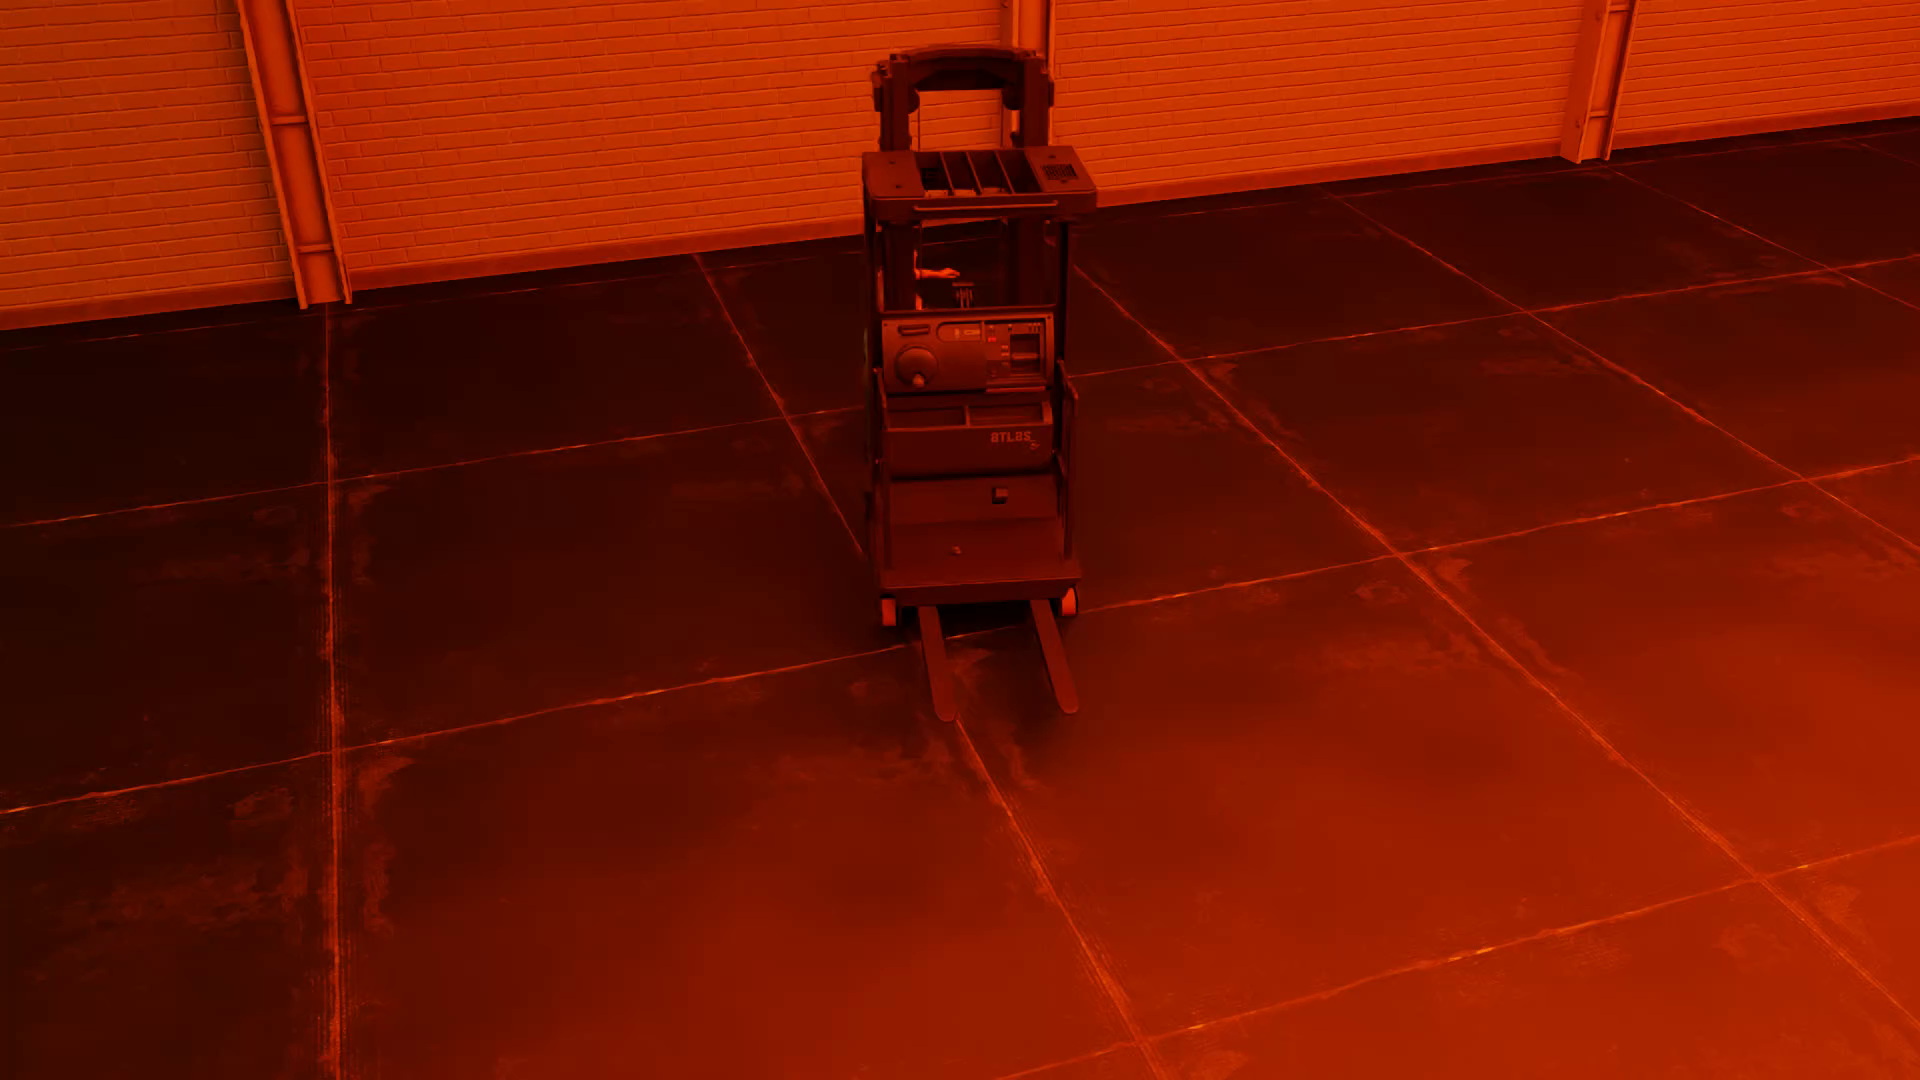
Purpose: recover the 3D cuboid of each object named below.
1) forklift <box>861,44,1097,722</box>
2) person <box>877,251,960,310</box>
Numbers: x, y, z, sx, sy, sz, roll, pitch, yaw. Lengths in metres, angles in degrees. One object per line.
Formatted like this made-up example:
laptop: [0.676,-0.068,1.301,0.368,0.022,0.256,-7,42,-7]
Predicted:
forklift: [0.071,-0.968,8.769,1.130,2.935,3.031,-3,30,-5]
person: [-0.131,-1.315,10.880,0.797,1.415,0.975,-10,31,-17]
